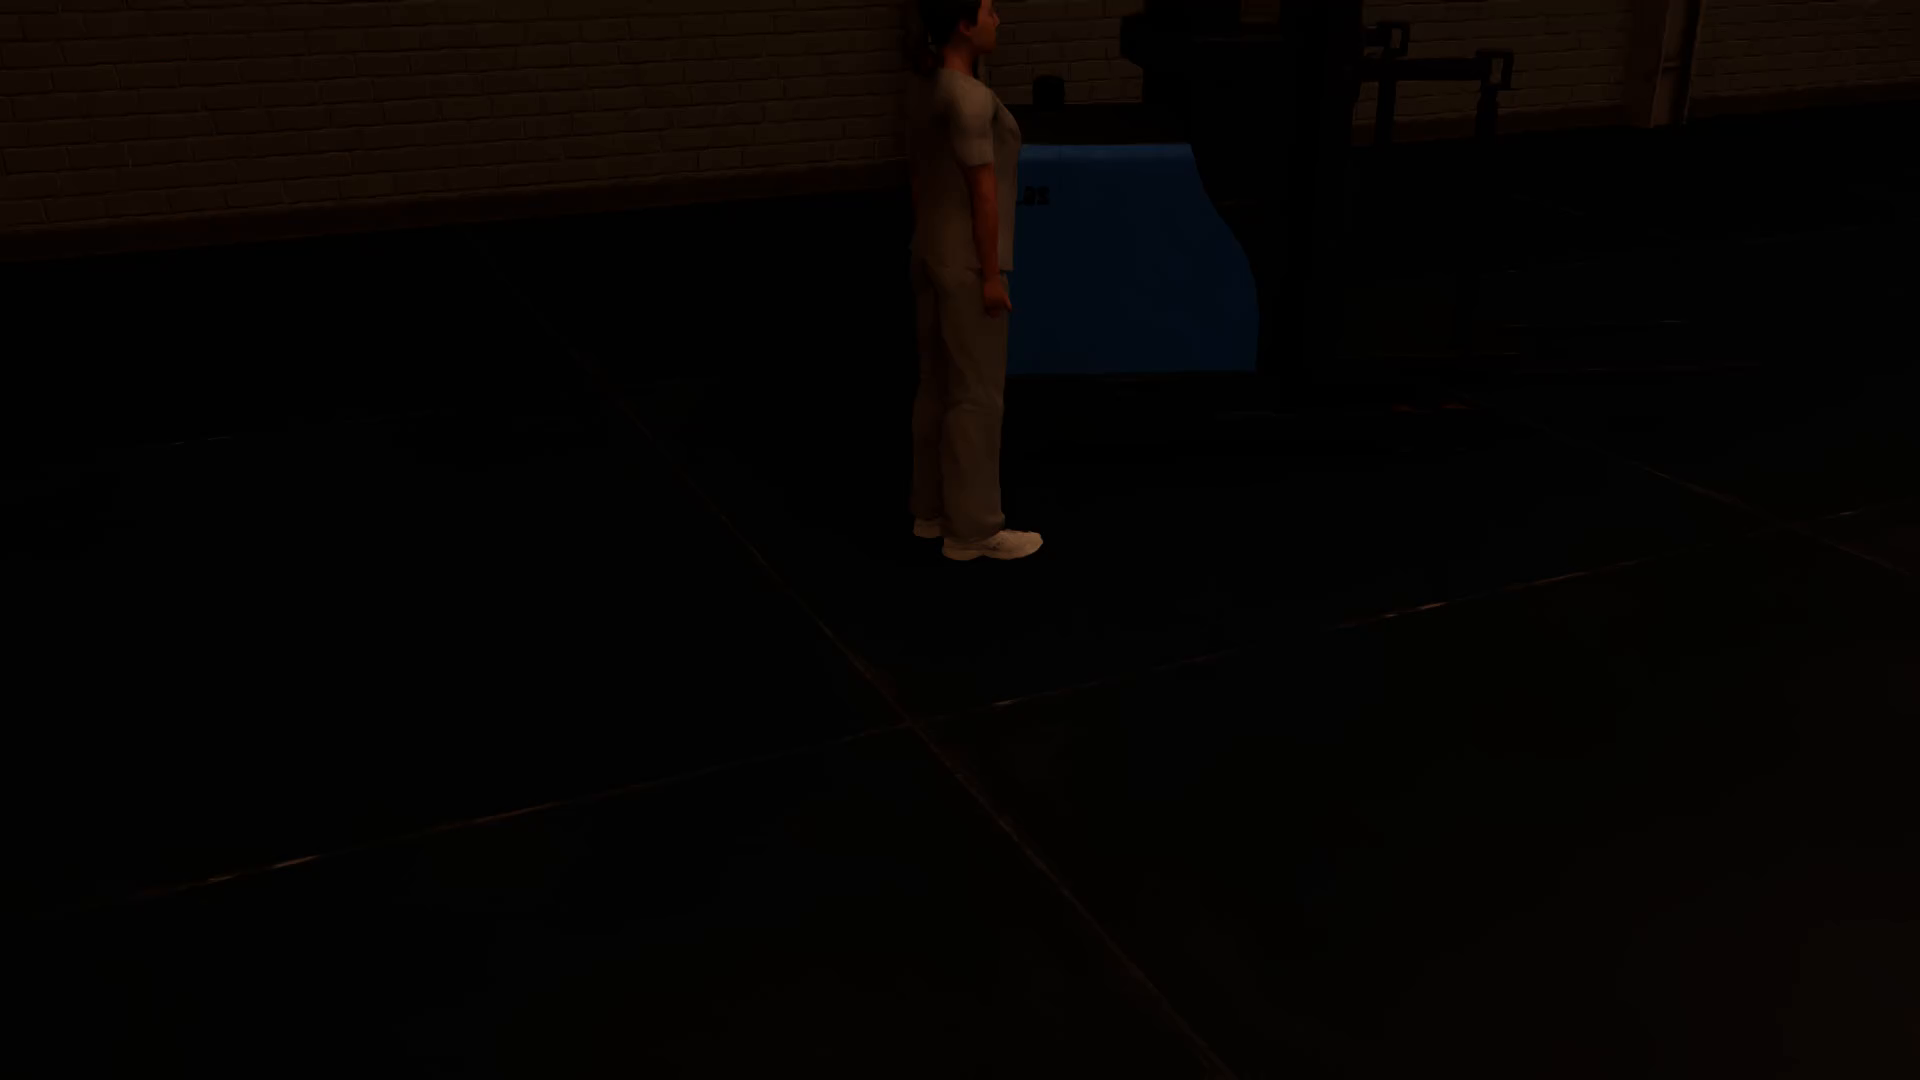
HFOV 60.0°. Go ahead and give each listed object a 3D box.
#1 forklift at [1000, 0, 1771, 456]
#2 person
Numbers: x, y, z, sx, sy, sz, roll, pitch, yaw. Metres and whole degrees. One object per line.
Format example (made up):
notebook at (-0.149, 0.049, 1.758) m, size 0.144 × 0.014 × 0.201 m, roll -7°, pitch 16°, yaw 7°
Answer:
forklift at (1.420, -1.860, 5.764) m, size 3.031 × 2.935 × 1.130 m, roll -2°, pitch 23°, yaw -5°
person at (0.007, -0.774, 4.790) m, size 0.365 × 1.673 × 0.432 m, roll -10°, pitch 25°, yaw -23°
